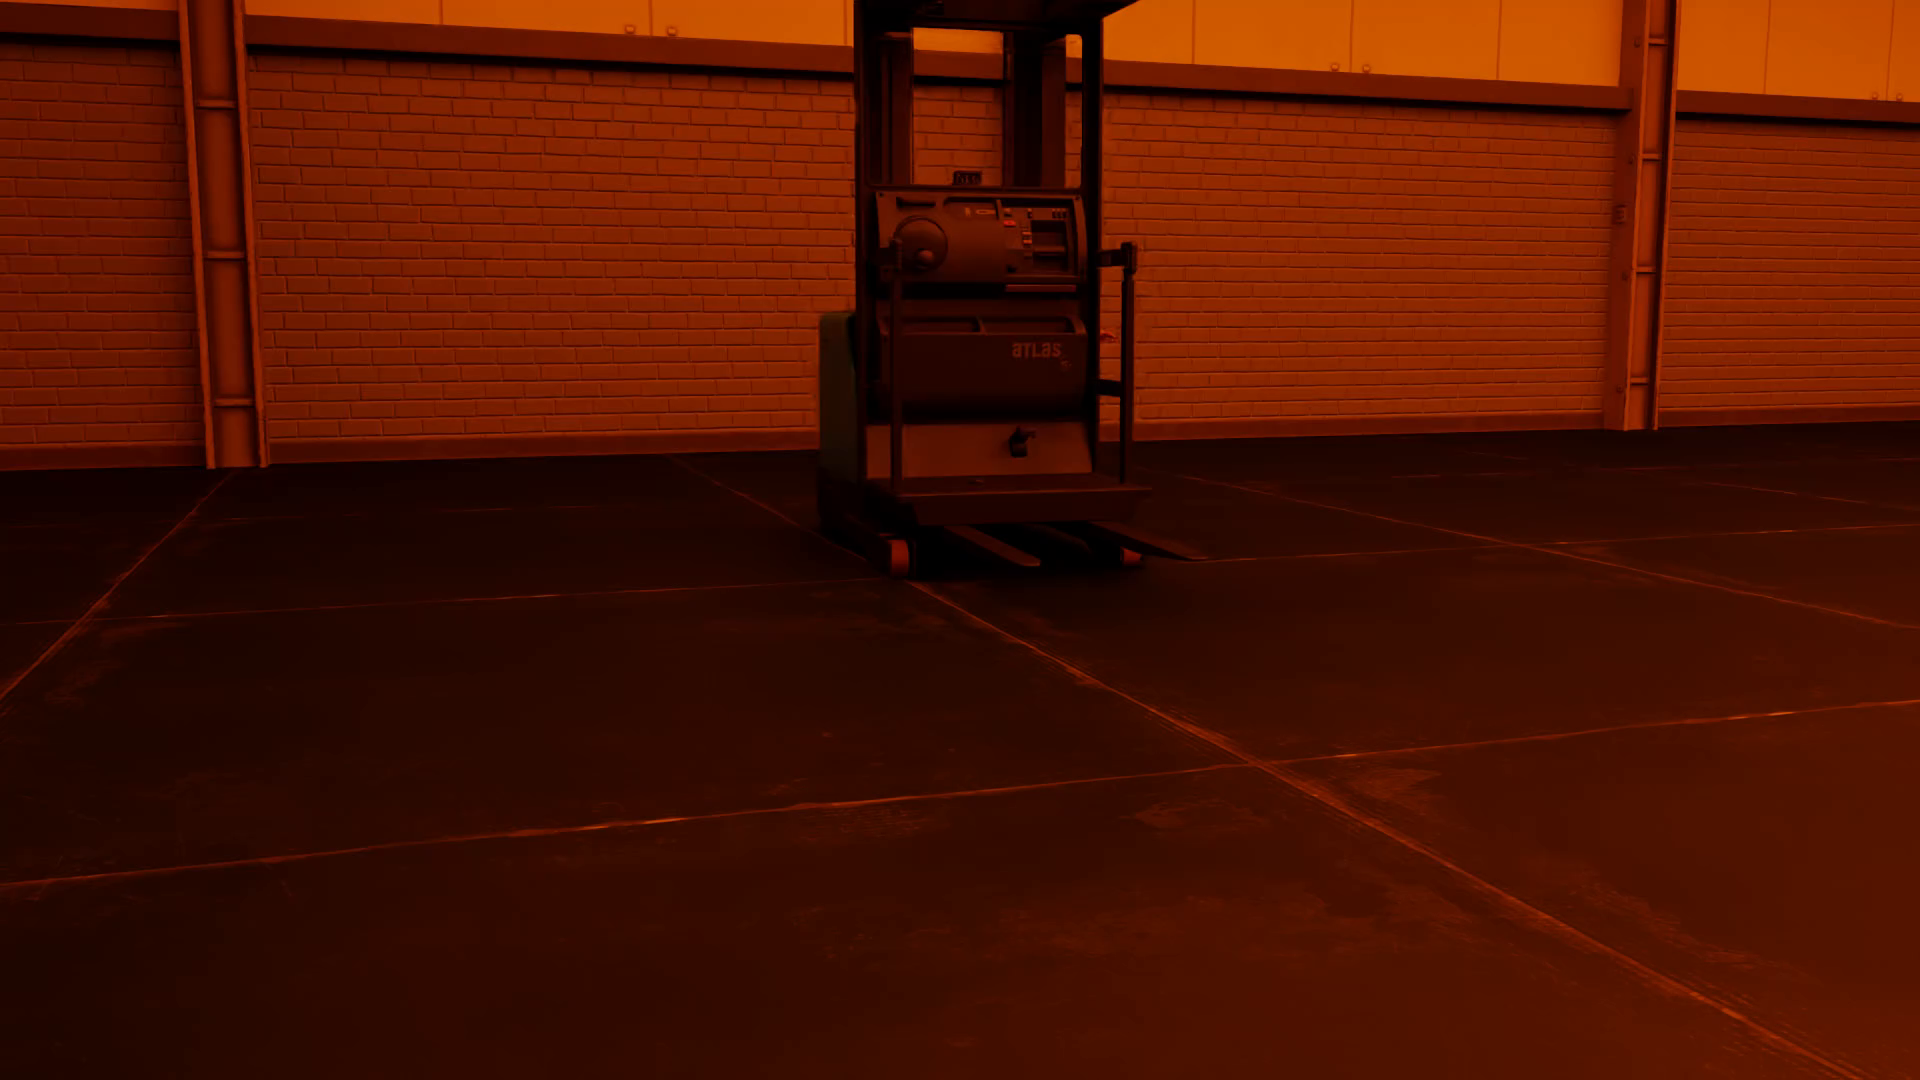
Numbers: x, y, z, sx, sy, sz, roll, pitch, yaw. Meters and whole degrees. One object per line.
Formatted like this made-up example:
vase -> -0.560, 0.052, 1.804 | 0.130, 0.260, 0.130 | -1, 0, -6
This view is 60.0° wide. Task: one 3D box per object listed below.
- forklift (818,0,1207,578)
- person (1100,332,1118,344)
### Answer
forklift -> 0.152, -1.353, 6.994 | 1.130, 2.935, 3.031 | -2, 8, -15
person -> 0.701, -1.110, 10.535 | 0.797, 1.527, 0.804 | -3, 8, -22
